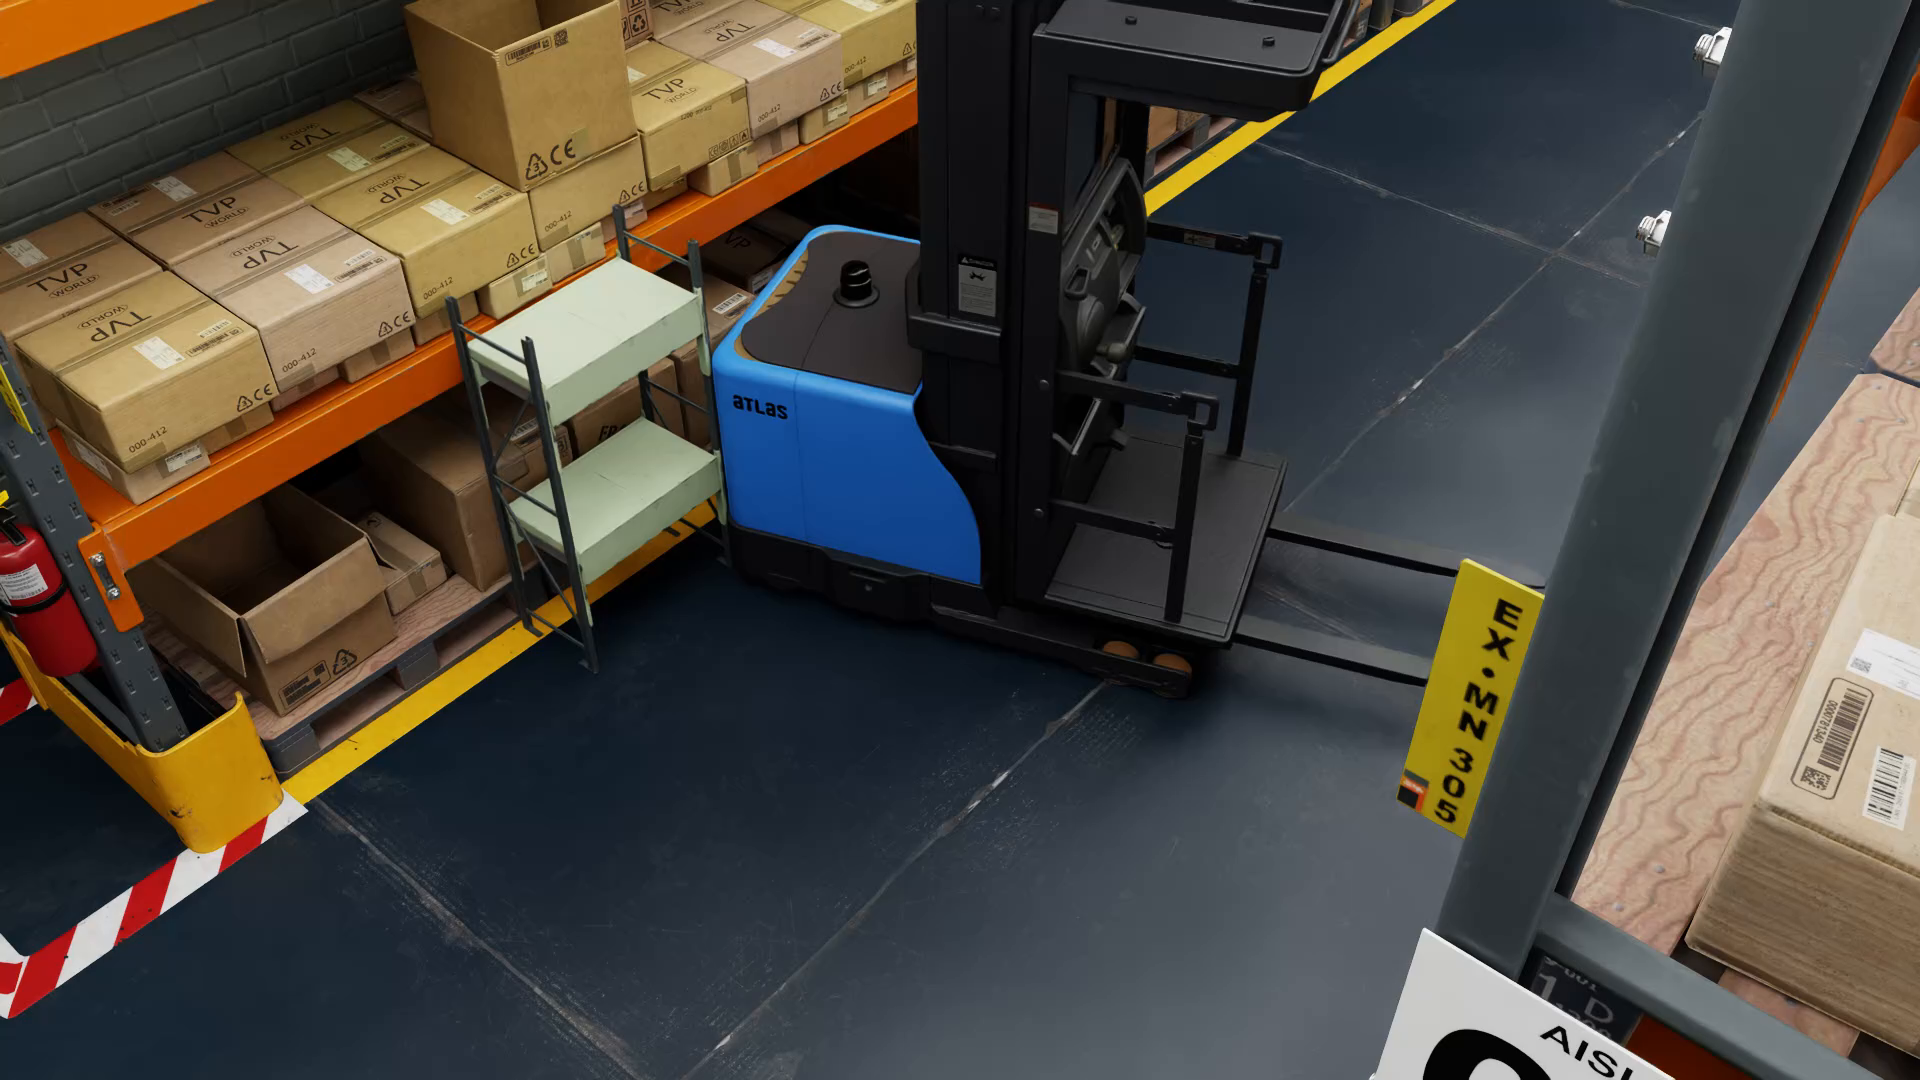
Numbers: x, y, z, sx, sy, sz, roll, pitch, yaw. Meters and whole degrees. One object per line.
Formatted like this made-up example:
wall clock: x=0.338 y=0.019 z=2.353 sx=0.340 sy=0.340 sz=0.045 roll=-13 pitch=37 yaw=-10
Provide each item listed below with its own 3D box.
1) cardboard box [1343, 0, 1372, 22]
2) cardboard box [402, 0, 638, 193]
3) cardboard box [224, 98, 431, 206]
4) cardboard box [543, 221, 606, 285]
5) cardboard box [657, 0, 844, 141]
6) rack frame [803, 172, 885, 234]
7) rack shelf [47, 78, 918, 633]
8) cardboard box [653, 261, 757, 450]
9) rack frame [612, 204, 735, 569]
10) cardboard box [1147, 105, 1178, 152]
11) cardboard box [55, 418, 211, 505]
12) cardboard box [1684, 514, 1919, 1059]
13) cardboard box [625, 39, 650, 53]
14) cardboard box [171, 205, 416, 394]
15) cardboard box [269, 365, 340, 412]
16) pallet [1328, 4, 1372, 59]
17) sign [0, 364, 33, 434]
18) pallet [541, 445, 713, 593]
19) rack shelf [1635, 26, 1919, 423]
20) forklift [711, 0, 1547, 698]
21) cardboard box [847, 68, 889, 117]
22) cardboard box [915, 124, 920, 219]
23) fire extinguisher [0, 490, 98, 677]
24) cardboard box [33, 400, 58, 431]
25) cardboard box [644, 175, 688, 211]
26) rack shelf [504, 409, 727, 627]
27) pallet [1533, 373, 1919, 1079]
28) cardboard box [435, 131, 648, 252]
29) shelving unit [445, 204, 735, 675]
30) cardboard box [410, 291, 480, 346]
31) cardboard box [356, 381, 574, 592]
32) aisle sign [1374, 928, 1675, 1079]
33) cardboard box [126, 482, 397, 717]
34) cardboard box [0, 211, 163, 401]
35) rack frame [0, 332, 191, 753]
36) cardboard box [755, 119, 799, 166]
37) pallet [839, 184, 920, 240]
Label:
cardboard box: x=2.117 y=-3.378 z=9.782 sx=0.500 sy=0.500 sz=0.500 roll=31 pitch=51 yaw=30
cardboard box: x=-1.460 y=-1.561 z=5.570 sx=0.500 sy=0.500 sz=0.500 roll=31 pitch=51 yaw=29
cardboard box: x=-2.176 y=-1.263 z=5.800 sx=0.500 sy=0.250 sz=0.500 roll=31 pitch=51 yaw=30
cardboard box: x=-1.481 y=-1.083 z=5.898 sx=0.380 sy=0.149 sz=0.250 roll=31 pitch=50 yaw=29
cardboard box: x=-0.801 y=-1.821 z=6.414 sx=0.500 sy=0.250 sz=0.500 roll=30 pitch=50 yaw=29
rack frame: x=-0.349 y=-2.399 z=7.159 sx=1.000 sy=3.000 sz=0.127 roll=29 pitch=50 yaw=28
rack shelf: x=-1.636 y=-1.103 z=6.268 sx=1.077 sy=0.370 sz=4.000 roll=29 pitch=50 yaw=28
cardboard box: x=-1.209 y=-0.801 z=6.948 sx=0.700 sy=0.500 sz=0.500 roll=28 pitch=49 yaw=27
rack frame: x=-1.053 y=-0.529 z=6.213 sx=0.400 sy=1.500 sz=0.023 roll=28 pitch=49 yaw=27
cardboard box: x=0.794 y=-2.315 z=8.612 sx=0.500 sy=0.500 sz=0.500 roll=28 pitch=49 yaw=27
cardboard box: x=-2.502 y=-0.297 z=5.033 sx=0.380 sy=0.149 sz=0.250 roll=29 pitch=50 yaw=28
cardboard box: x=1.099 y=0.291 z=1.696 sx=0.500 sy=0.250 sz=0.500 roll=25 pitch=48 yaw=25
cardboard box: x=-1.526 y=-1.789 z=6.378 sx=0.500 sy=0.250 sz=0.500 roll=31 pitch=50 yaw=29
cardboard box: x=-2.101 y=-0.770 z=5.258 sx=0.500 sy=0.250 sz=0.500 roll=30 pitch=50 yaw=29
cardboard box: x=-2.231 y=-0.598 z=5.365 sx=0.380 sy=0.149 sz=0.250 roll=29 pitch=50 yaw=28
pallet: x=1.715 y=-3.059 z=9.957 sx=1.003 sy=0.211 sz=1.213 roll=29 pitch=50 yaw=28
sign: x=-2.508 y=-0.425 z=4.344 sx=0.100 sy=0.325 sz=0.005 roll=29 pitch=50 yaw=28
pallet: x=-1.577 y=-0.383 z=7.014 sx=1.003 sy=0.211 sz=1.213 roll=29 pitch=50 yaw=28
rack shelf: x=2.165 y=-1.027 z=2.023 sx=1.077 sy=0.370 sz=4.000 roll=29 pitch=50 yaw=28
forklift: x=0.672 y=-0.910 z=5.572 sx=3.031 sy=2.935 sz=1.130 roll=13 pitch=44 yaw=14
cardboard box: x=-0.512 y=-1.889 z=6.784 sx=0.380 sy=0.149 sz=0.250 roll=31 pitch=51 yaw=29
cardboard box: x=0.134 y=-1.781 z=8.025 sx=0.500 sy=0.500 sz=0.500 roll=32 pitch=51 yaw=30
fire extinguisher: x=-2.665 y=0.103 z=4.741 sx=0.296 sy=0.674 sz=0.183 roll=29 pitch=50 yaw=28
cardboard box: x=-2.916 y=-0.533 z=5.293 sx=0.380 sy=0.149 sz=0.250 roll=29 pitch=50 yaw=28
cardboard box: x=-1.245 y=-1.393 z=6.239 sx=0.380 sy=0.149 sz=0.250 roll=30 pitch=50 yaw=29
rack shelf: x=-1.280 y=-0.095 z=6.215 sx=0.431 sy=0.370 sz=0.720 roll=28 pitch=49 yaw=27
pallet: x=1.347 y=0.344 z=1.978 sx=1.003 sy=0.211 sz=1.213 roll=29 pitch=50 yaw=28
cardboard box: x=-1.465 y=-1.305 z=5.846 sx=0.500 sy=0.250 sz=0.500 roll=28 pitch=49 yaw=27
shelving unit: x=-1.278 y=-0.337 z=5.998 sx=0.431 sy=1.500 sz=0.755 roll=28 pitch=49 yaw=27
cardboard box: x=-1.855 y=-0.841 z=5.632 sx=0.380 sy=0.149 sz=0.250 roll=30 pitch=50 yaw=29
cardboard box: x=-1.878 y=-0.267 z=6.360 sx=0.700 sy=0.500 sz=0.500 roll=32 pitch=51 yaw=30
aisle sign: x=0.594 y=0.749 z=1.764 sx=0.394 sy=0.787 sz=0.004 roll=29 pitch=50 yaw=28
cardboard box: x=-2.457 y=0.155 z=5.893 sx=0.797 sy=0.503 sz=0.637 roll=28 pitch=49 yaw=27
cardboard box: x=-2.831 y=-0.745 z=5.231 sx=0.500 sy=0.250 sz=0.500 roll=31 pitch=51 yaw=30
rack frame: x=-2.924 y=-0.339 z=4.893 sx=1.000 sy=3.000 sz=0.127 roll=29 pitch=50 yaw=28
cardboard box: x=-0.850 y=-1.621 z=6.490 sx=0.380 sy=0.149 sz=0.250 roll=31 pitch=51 yaw=29
pallet: x=0.145 y=-1.802 z=8.575 sx=1.003 sy=0.211 sz=1.213 roll=29 pitch=50 yaw=28
